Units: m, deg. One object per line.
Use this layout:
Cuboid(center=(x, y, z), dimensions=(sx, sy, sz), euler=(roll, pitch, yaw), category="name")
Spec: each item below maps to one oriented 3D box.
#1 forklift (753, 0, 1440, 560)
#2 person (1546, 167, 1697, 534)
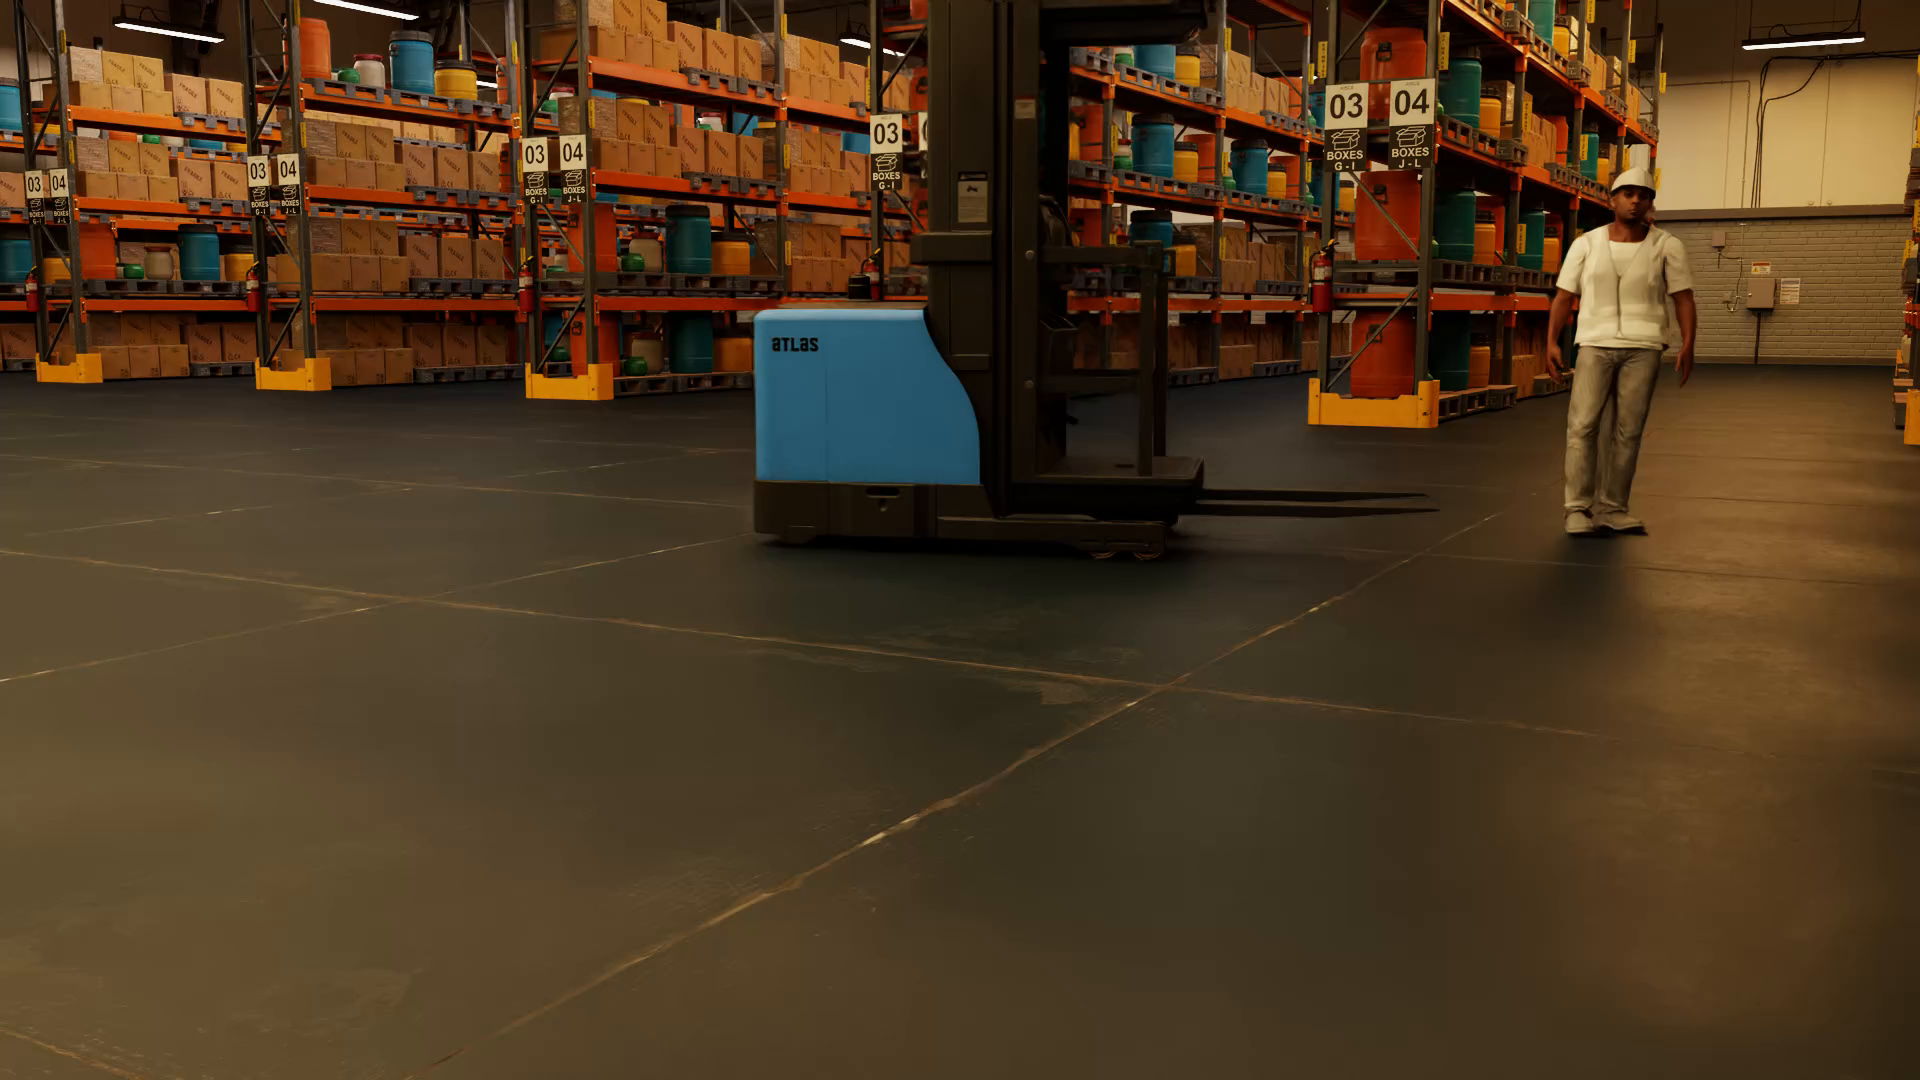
Cuboid(center=(0.626, -1.444, 7.553), dimensions=(3.031, 2.935, 1.130), euler=(1, 8, 10), category="forklift")
Cuboid(center=(3.163, -0.908, 7.995), dimensions=(0.677, 1.756, 0.652), euler=(4, 9, 24), category="person")
